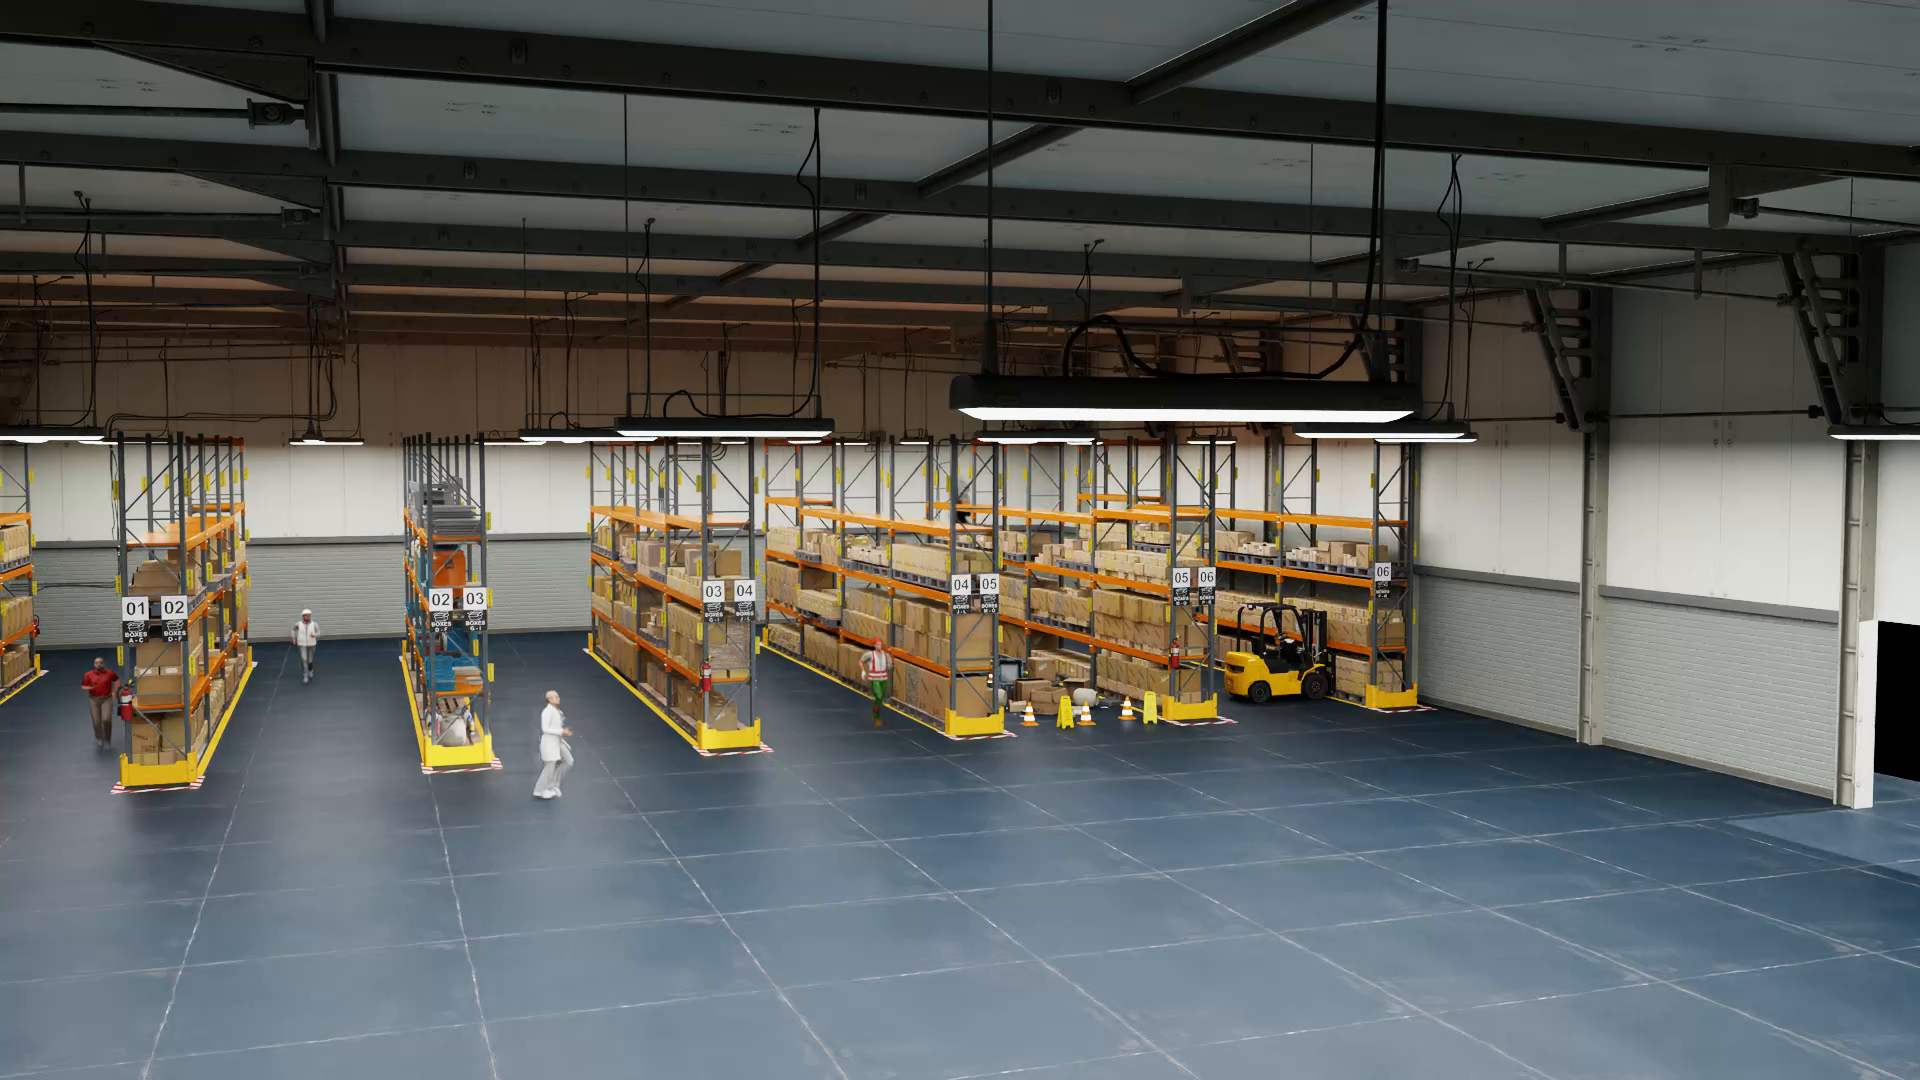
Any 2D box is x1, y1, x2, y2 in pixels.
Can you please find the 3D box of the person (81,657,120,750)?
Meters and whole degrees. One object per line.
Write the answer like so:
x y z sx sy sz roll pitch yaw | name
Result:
-16.323 3.124 31.589 0.642 1.788 0.730 -1 3 -23 | person

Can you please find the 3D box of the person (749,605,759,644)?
-5.831 2.352 45.408 0.717 1.713 0.681 -1 3 -13 | person

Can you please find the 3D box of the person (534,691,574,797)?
-6.615 3.344 27.110 0.739 1.780 0.699 1 3 9 | person

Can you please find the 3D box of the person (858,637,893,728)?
-1.697 2.927 34.292 0.646 1.847 0.777 -2 4 -33 | person

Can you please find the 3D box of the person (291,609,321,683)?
-15.973 2.567 40.661 0.677 1.735 1.041 -2 4 -27 | person
